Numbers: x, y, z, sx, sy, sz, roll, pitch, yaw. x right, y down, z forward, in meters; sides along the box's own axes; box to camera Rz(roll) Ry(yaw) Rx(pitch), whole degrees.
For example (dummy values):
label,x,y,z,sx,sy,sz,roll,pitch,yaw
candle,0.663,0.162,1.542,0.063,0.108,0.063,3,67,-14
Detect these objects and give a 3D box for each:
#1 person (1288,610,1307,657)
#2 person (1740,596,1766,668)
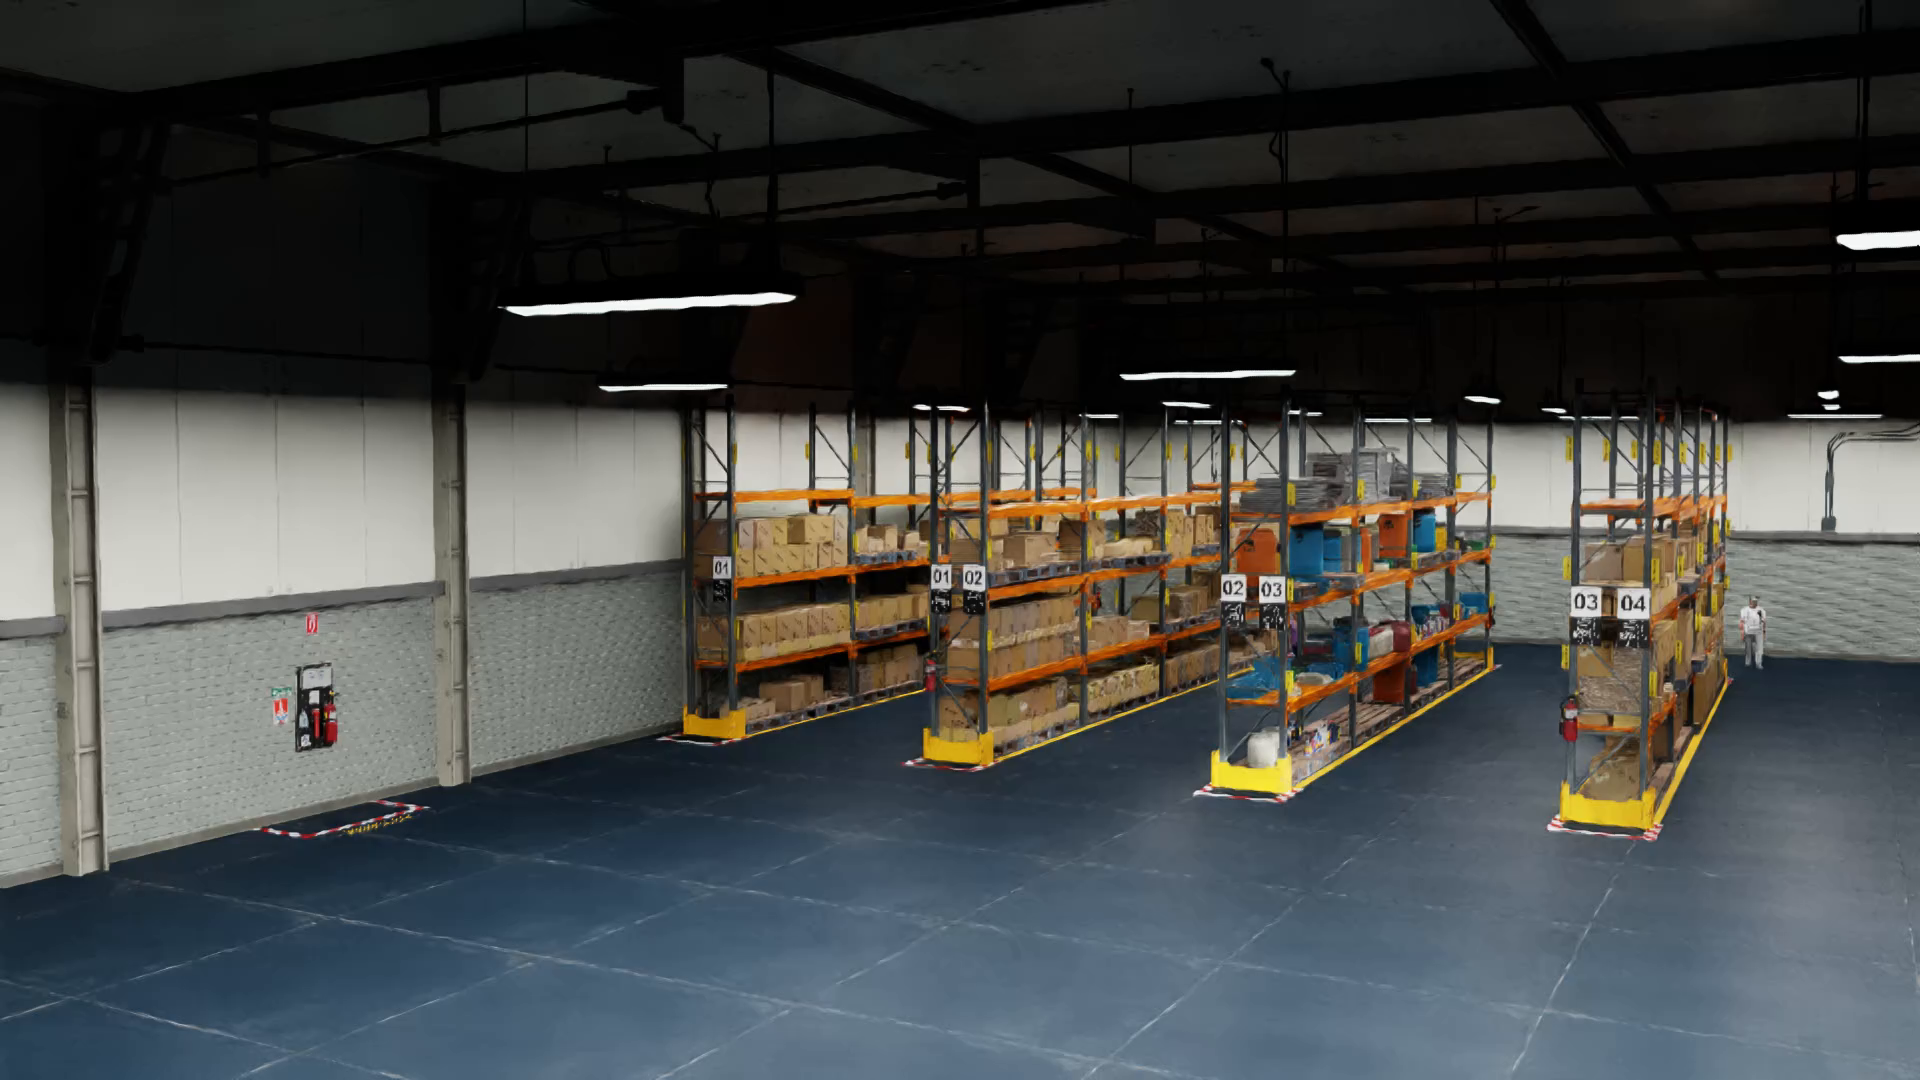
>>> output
label,x,y,z,sx,sy,sz,roll,pitch,yaw
person,7.505,2.280,37.035,0.417,1.517,1.032,2,3,31
person,18.391,2.112,38.581,0.545,1.668,1.116,1,3,25
